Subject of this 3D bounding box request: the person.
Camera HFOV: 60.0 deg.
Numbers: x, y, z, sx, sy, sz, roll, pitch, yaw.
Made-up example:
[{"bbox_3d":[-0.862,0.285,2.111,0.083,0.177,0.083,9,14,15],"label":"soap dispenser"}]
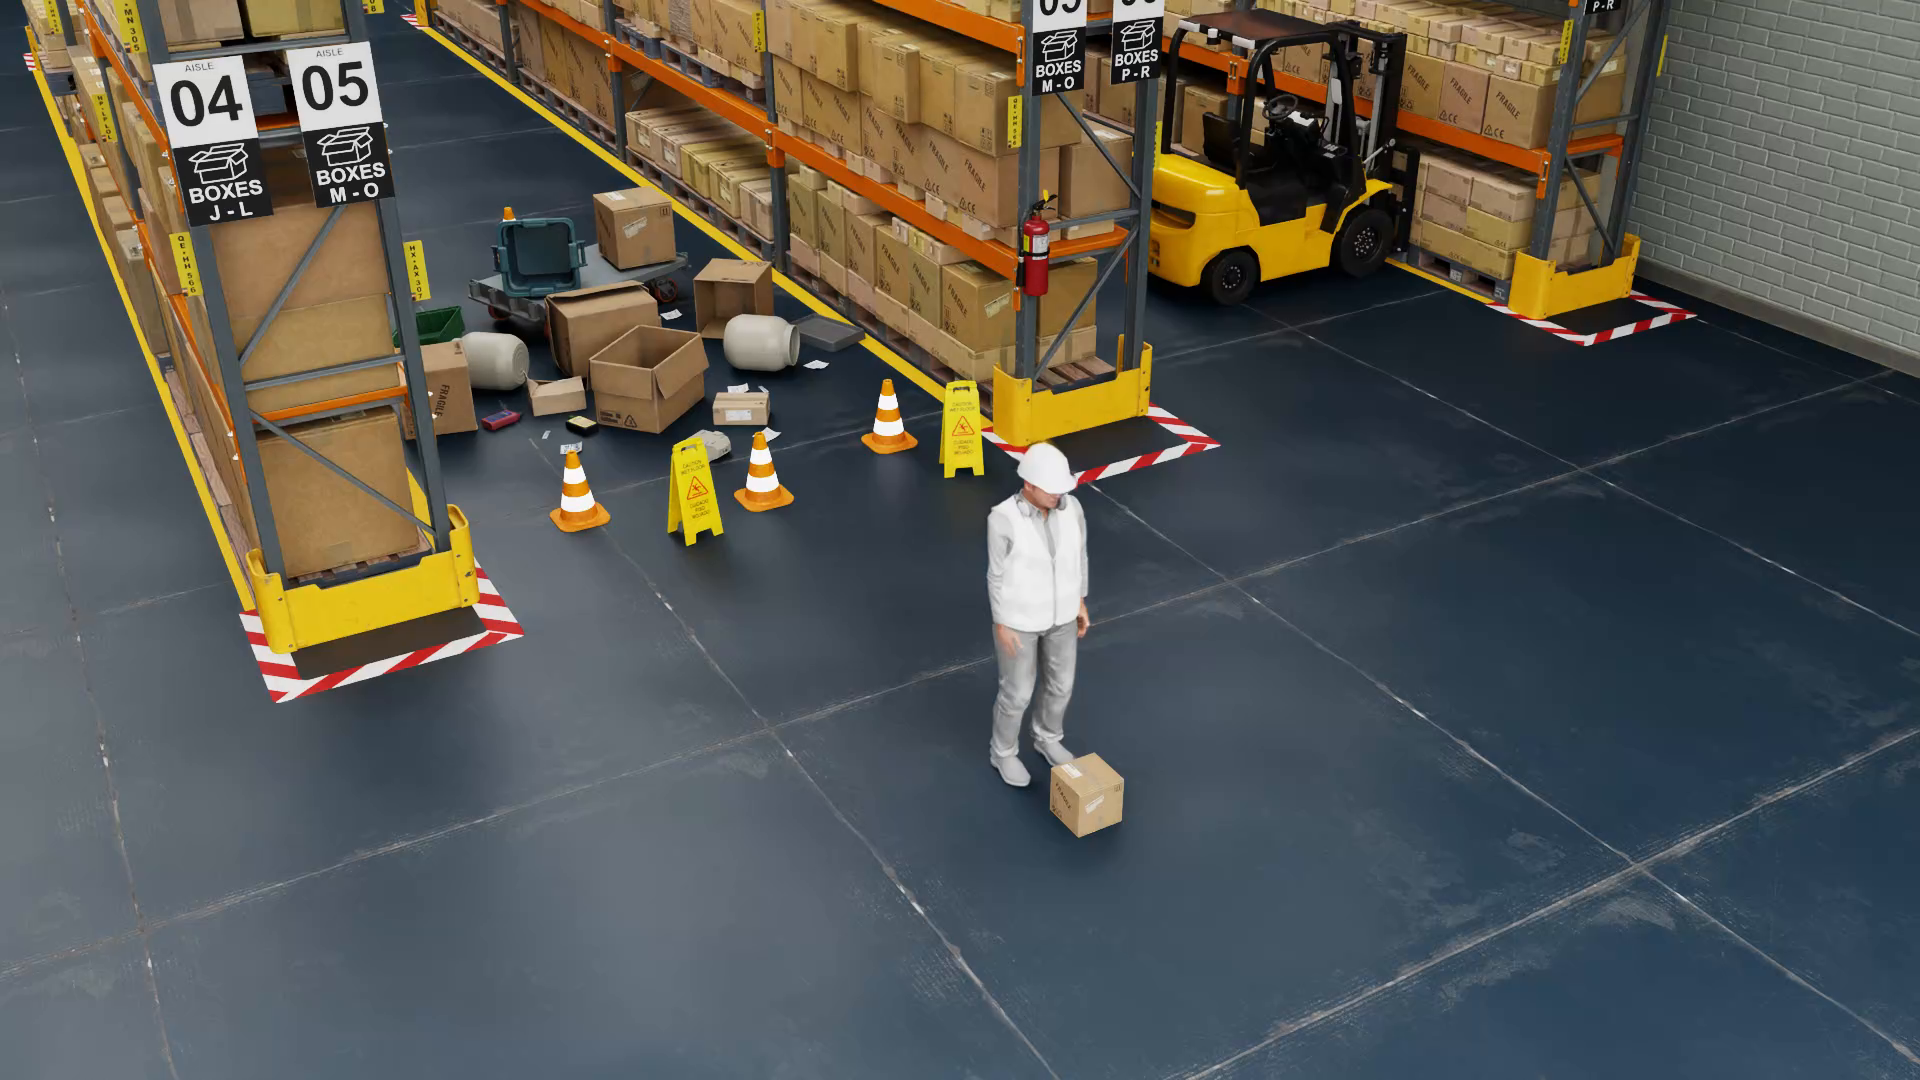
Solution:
[{"bbox_3d":[0.378,0.342,7.928,0.533,1.765,0.355,-15,32,-25],"label":"person"}]
